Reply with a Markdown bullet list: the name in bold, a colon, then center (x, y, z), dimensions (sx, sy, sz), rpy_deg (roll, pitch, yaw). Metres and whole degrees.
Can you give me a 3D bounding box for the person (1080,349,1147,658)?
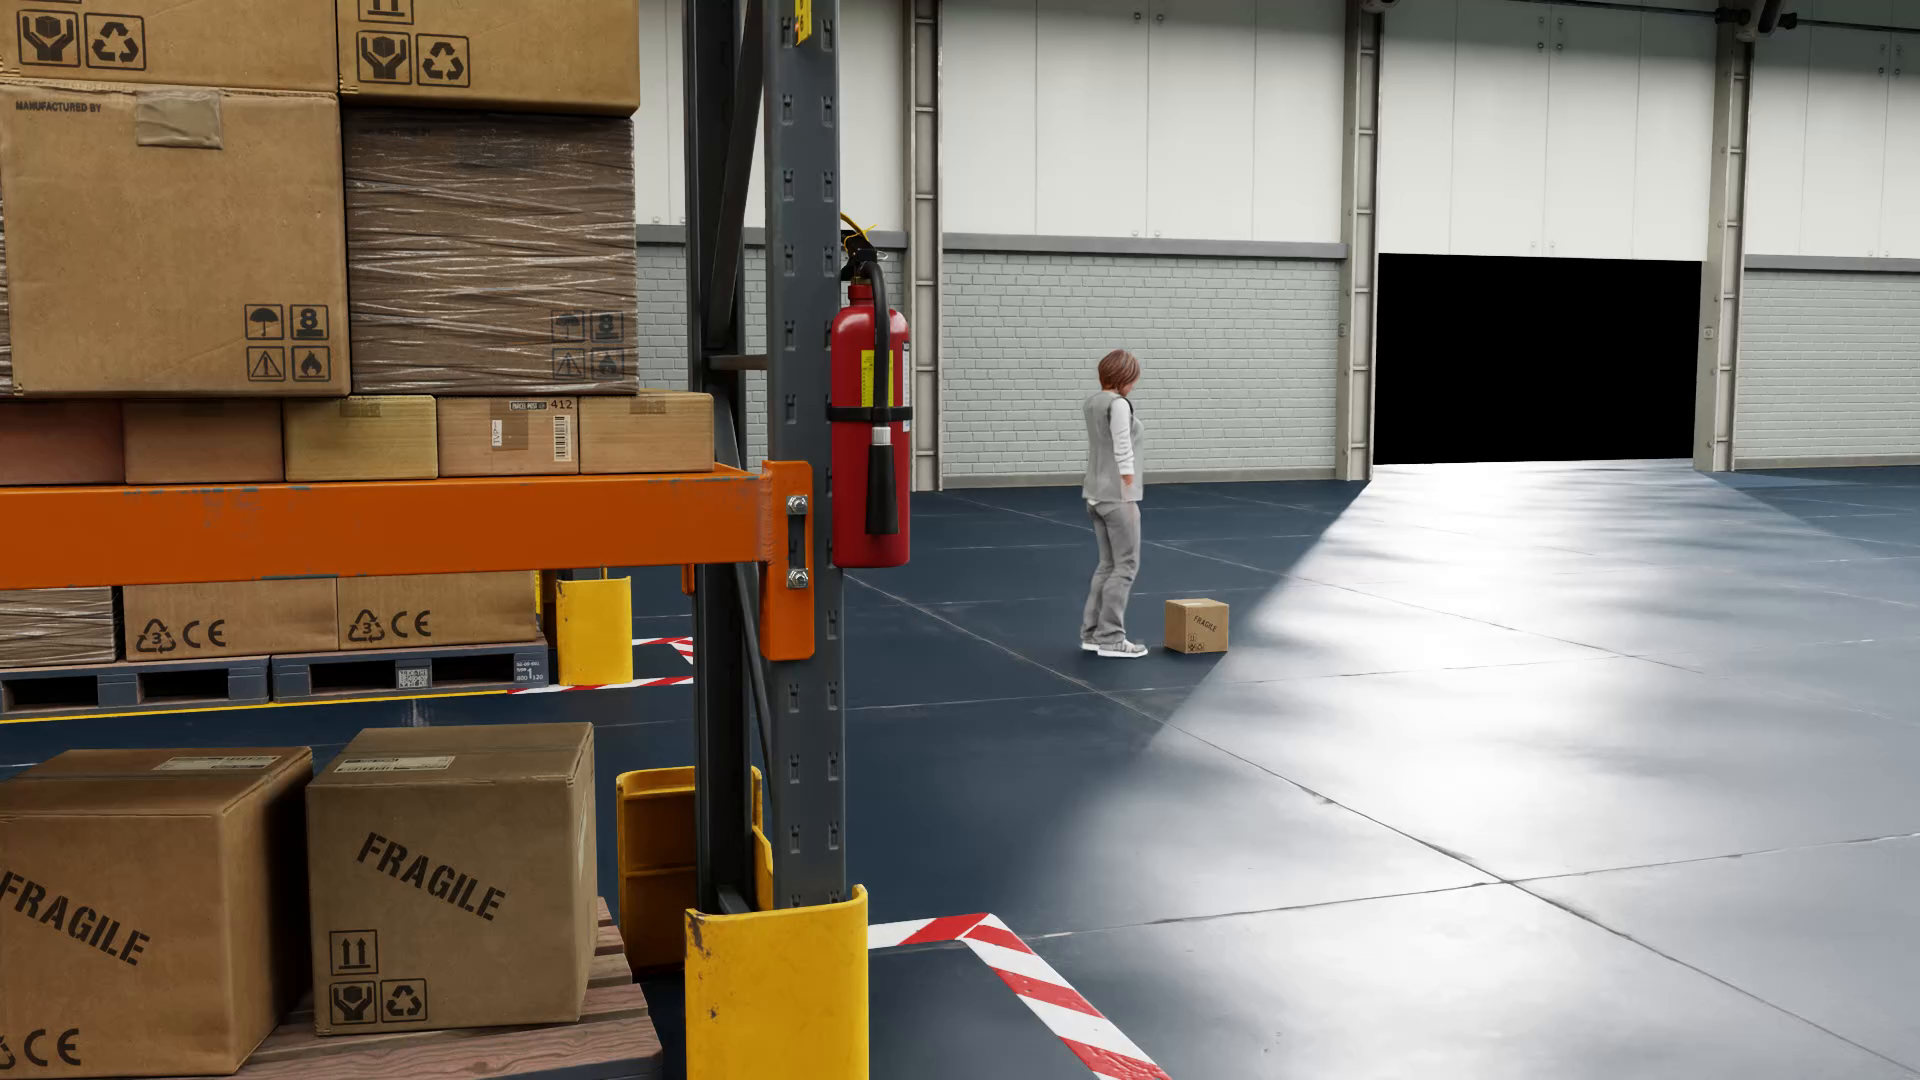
- **person**: center (0.789, -0.192, 8.660), dimensions (0.300, 1.592, 0.409), rpy_deg (-2, 6, -18)
